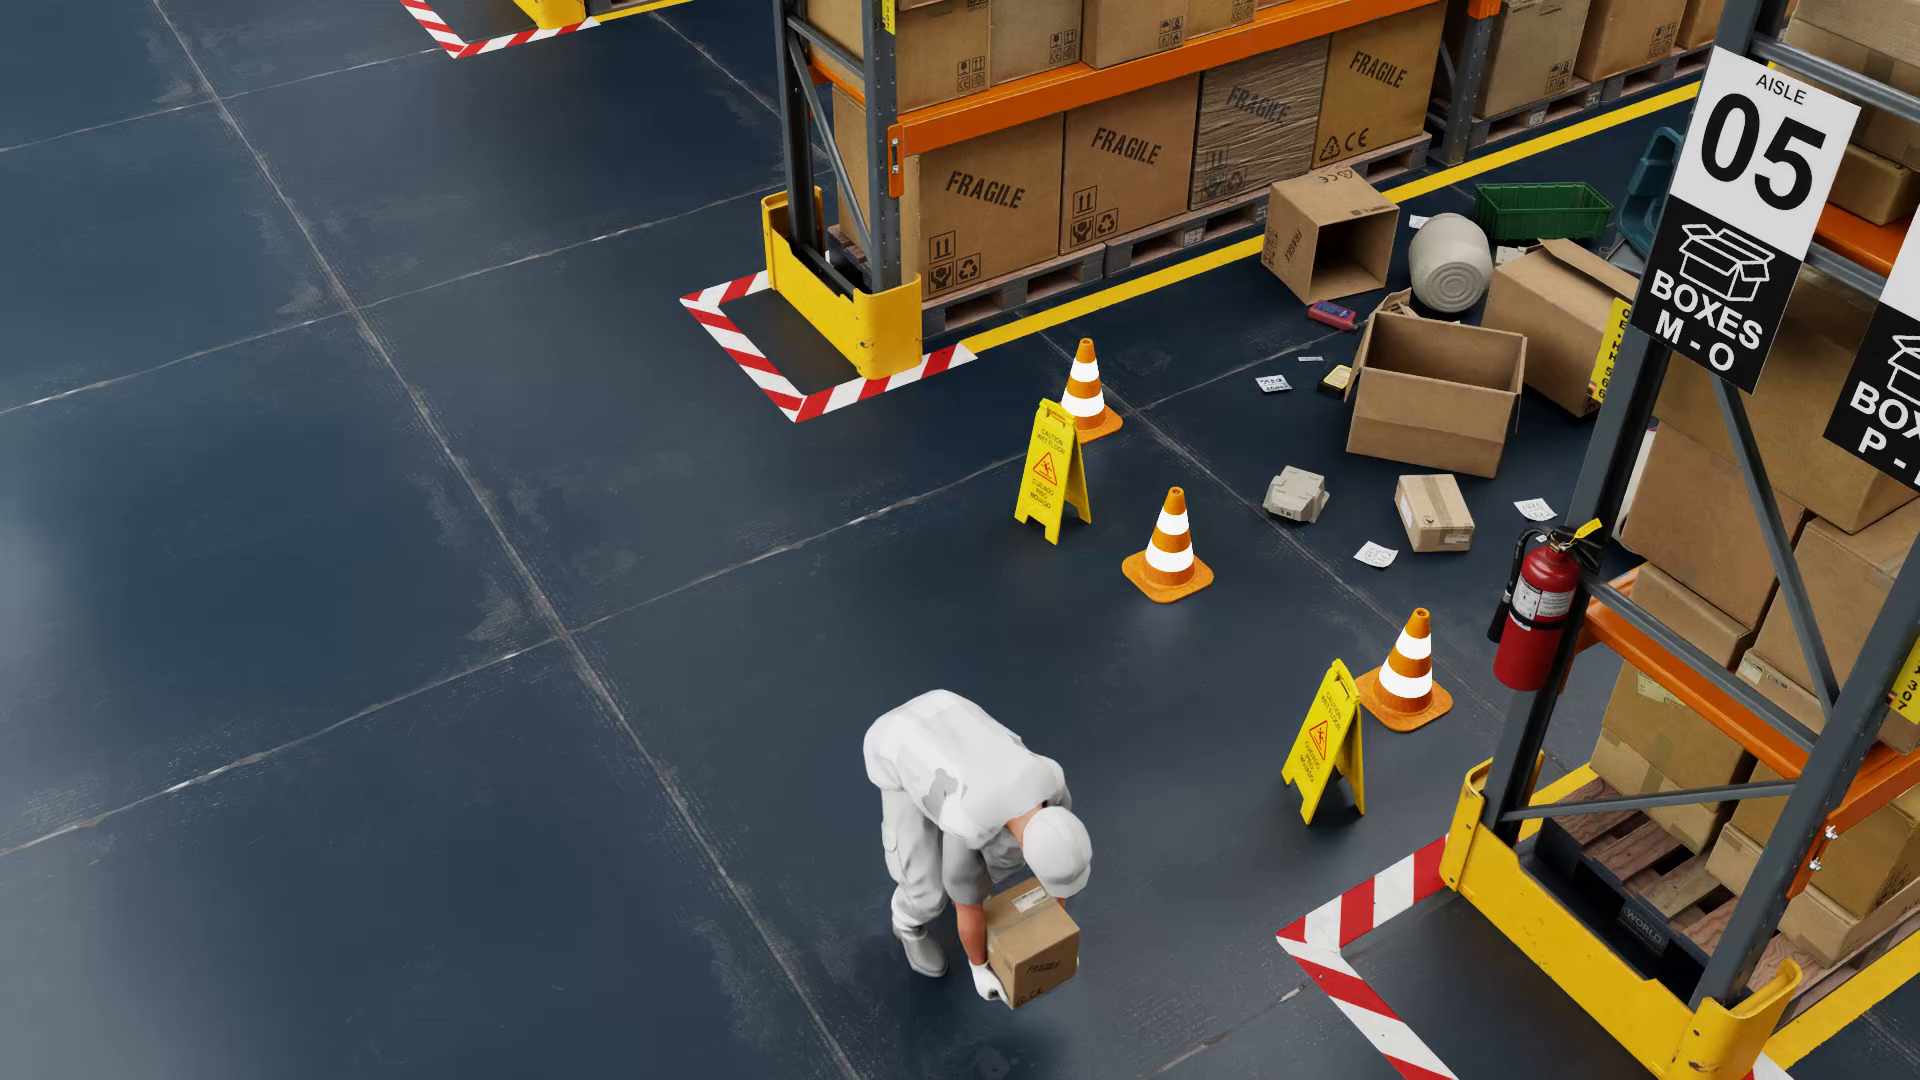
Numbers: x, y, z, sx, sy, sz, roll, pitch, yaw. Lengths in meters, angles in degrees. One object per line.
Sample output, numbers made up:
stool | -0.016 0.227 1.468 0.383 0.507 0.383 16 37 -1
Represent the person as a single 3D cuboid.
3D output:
person | 0.072 1.054 5.402 0.522 1.135 0.951 -25 46 -26
